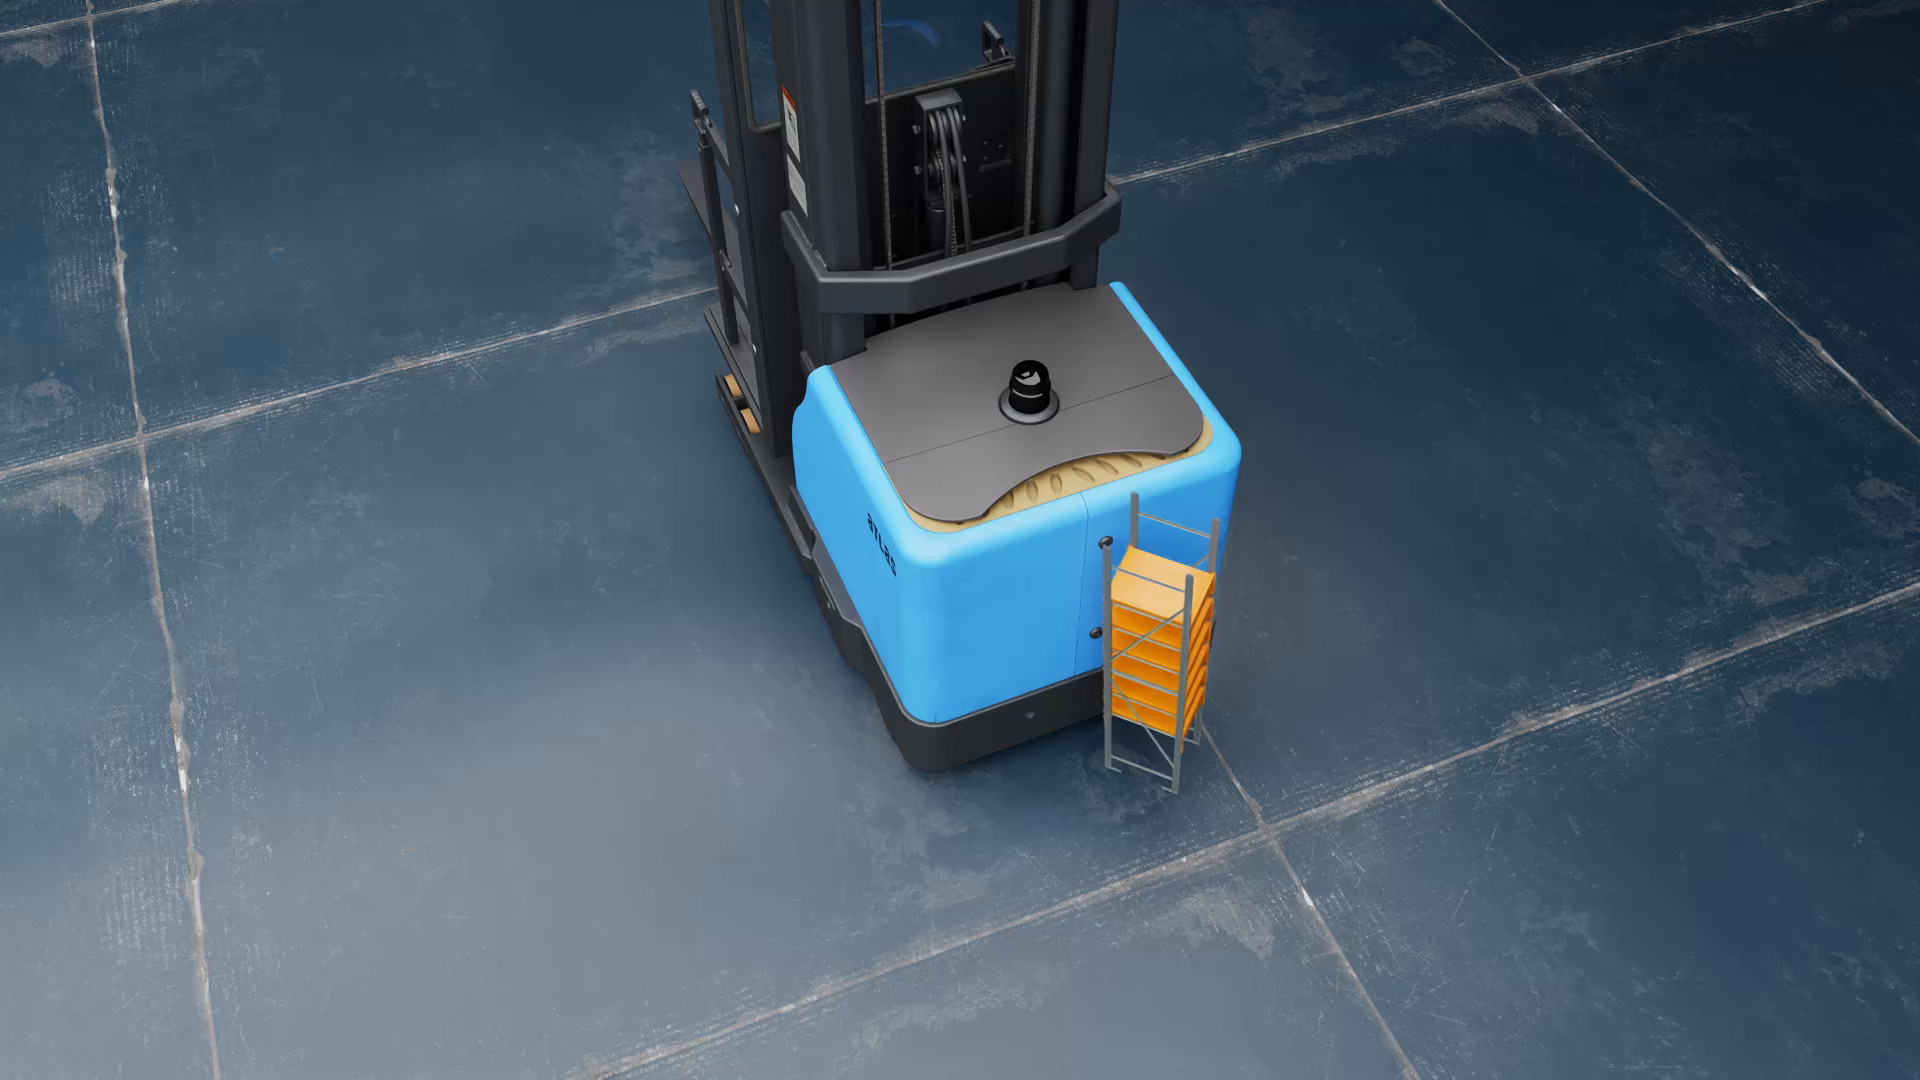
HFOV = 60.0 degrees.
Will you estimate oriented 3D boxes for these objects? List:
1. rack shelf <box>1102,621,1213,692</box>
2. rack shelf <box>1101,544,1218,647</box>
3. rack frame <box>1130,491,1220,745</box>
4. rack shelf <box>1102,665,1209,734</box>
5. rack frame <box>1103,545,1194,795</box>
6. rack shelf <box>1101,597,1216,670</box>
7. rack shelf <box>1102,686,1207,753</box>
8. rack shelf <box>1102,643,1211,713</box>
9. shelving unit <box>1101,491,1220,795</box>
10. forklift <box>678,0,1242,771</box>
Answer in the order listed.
[{"bbox_3d":[0.546,0.282,4.604,0.258,0.103,0.180,19,59,18],"label":"rack shelf"},{"bbox_3d":[0.528,0.145,4.408,0.258,0.103,0.180,19,59,18],"label":"rack shelf"},{"bbox_3d":[0.591,0.256,4.711,0.240,1.200,0.006,19,59,18],"label":"rack frame"},{"bbox_3d":[0.564,0.419,4.800,0.258,0.103,0.180,19,59,18],"label":"rack shelf"},{"bbox_3d":[0.513,0.395,4.621,0.240,1.200,0.006,19,59,18],"label":"rack frame"},{"bbox_3d":[0.537,0.213,4.506,0.258,0.103,0.180,19,59,18],"label":"rack shelf"},{"bbox_3d":[0.573,0.488,4.898,0.258,0.103,0.180,19,59,18],"label":"rack shelf"},{"bbox_3d":[0.555,0.351,4.702,0.258,0.103,0.180,19,59,18],"label":"rack shelf"},{"bbox_3d":[0.552,0.325,4.666,0.258,1.200,0.189,19,59,18],"label":"shelving unit"},{"bbox_3d":[-0.246,-1.392,5.014,1.130,2.935,3.031,-18,52,-15],"label":"forklift"}]
